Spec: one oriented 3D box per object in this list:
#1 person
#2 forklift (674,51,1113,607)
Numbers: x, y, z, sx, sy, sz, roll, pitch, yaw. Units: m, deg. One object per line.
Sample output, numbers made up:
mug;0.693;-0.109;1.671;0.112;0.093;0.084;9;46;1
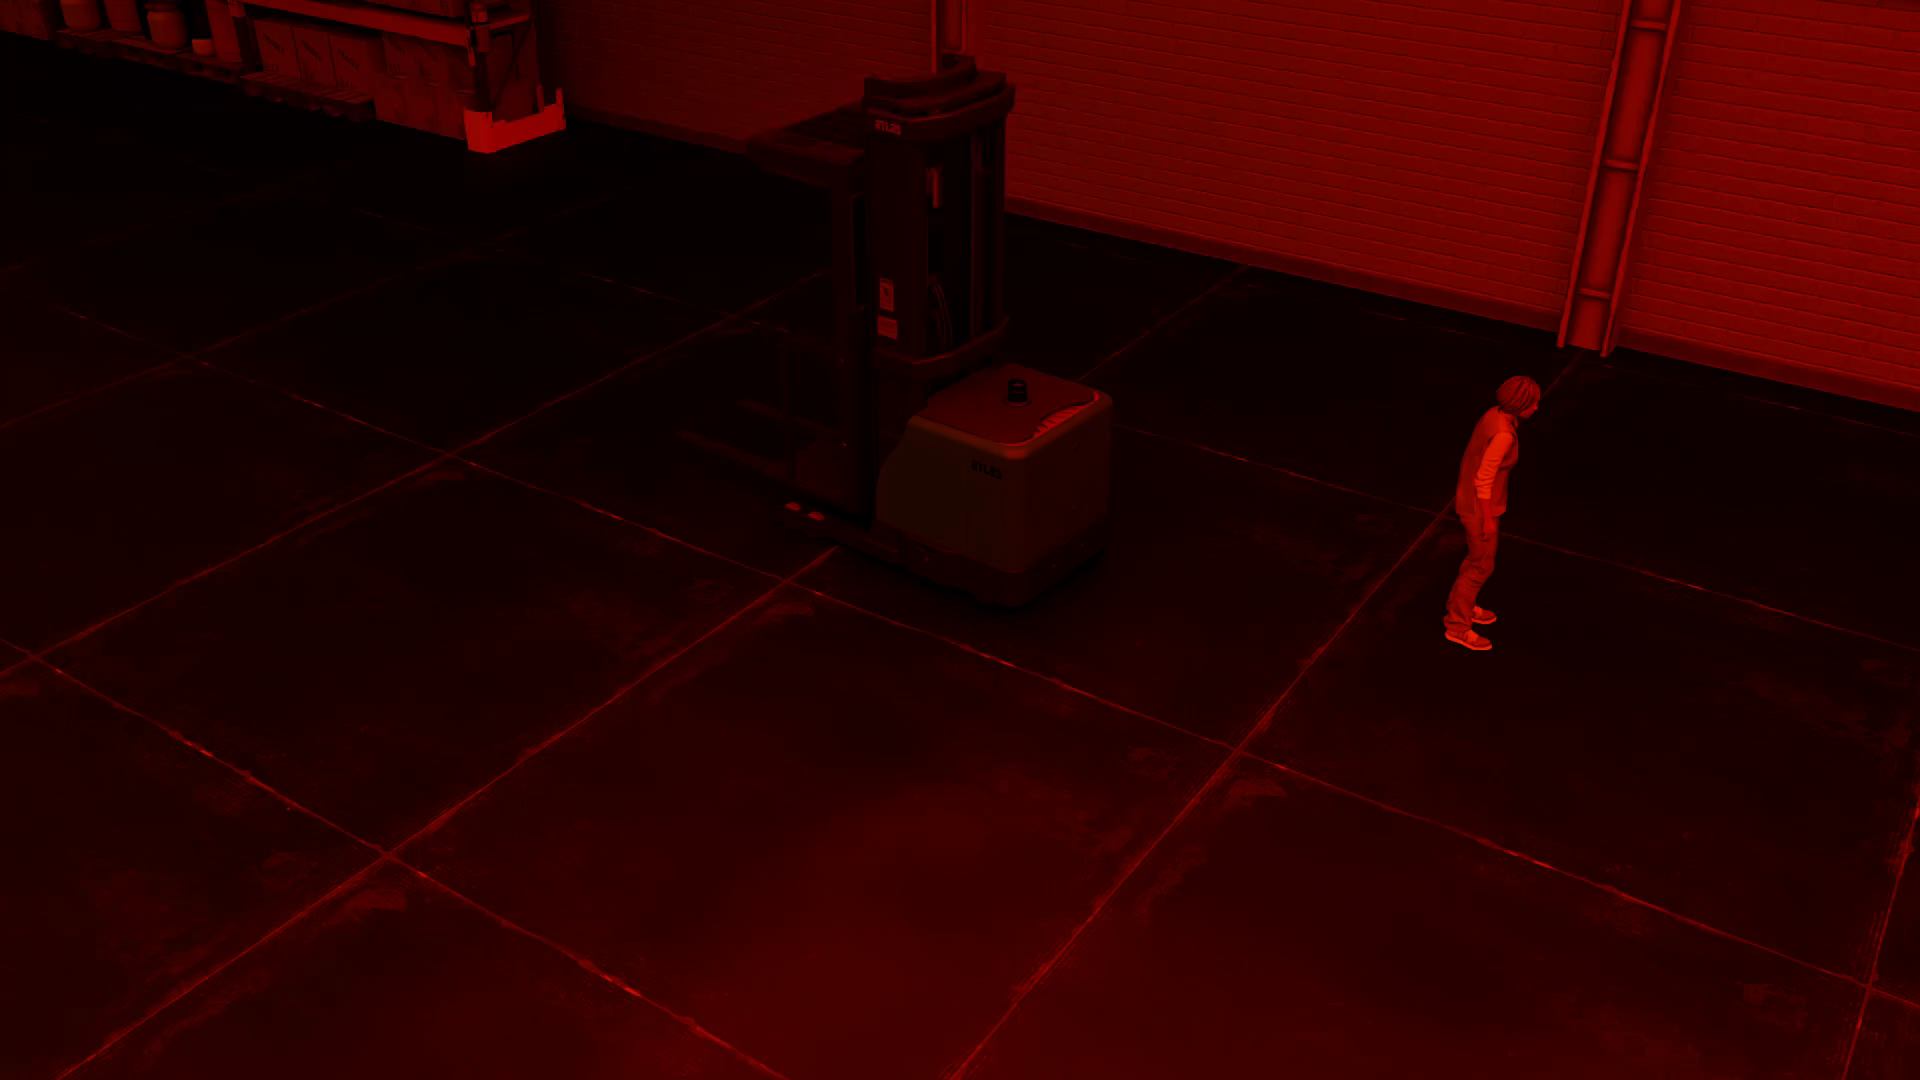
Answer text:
person;2.918;-0.178;9.224;0.347;1.590;0.464;10;32;16
forklift;-0.549;-1.467;10.108;3.031;2.935;1.130;21;36;32
